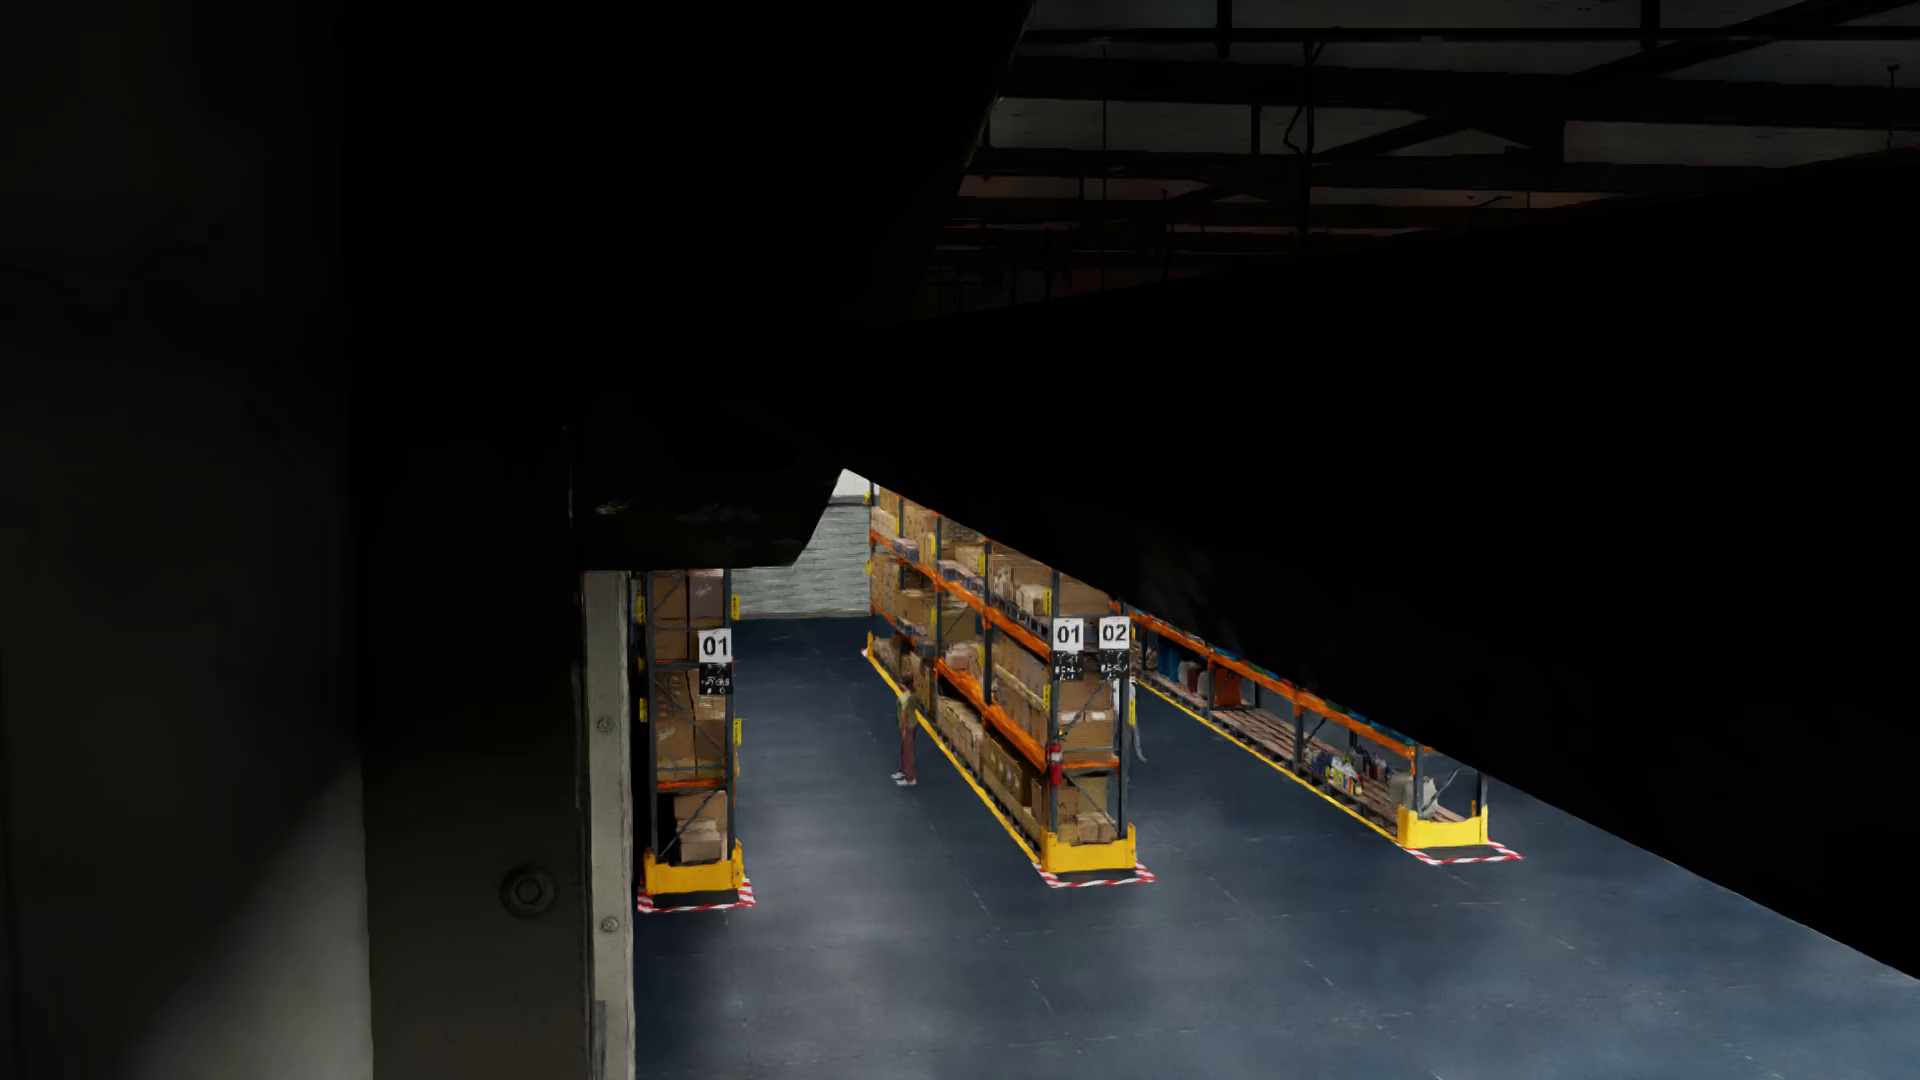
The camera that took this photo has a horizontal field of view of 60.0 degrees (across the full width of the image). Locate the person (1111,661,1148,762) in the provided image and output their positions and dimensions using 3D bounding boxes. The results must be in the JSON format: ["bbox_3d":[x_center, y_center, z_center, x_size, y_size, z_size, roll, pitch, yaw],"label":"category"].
[{"bbox_3d":[2.647,2.717,26.707,0.482,1.613,0.986,-2,6,-20],"label":"person"}]

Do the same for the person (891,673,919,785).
[{"bbox_3d":[-0.846,2.849,25.277,0.477,1.675,0.493,2,6,20],"label":"person"}]
